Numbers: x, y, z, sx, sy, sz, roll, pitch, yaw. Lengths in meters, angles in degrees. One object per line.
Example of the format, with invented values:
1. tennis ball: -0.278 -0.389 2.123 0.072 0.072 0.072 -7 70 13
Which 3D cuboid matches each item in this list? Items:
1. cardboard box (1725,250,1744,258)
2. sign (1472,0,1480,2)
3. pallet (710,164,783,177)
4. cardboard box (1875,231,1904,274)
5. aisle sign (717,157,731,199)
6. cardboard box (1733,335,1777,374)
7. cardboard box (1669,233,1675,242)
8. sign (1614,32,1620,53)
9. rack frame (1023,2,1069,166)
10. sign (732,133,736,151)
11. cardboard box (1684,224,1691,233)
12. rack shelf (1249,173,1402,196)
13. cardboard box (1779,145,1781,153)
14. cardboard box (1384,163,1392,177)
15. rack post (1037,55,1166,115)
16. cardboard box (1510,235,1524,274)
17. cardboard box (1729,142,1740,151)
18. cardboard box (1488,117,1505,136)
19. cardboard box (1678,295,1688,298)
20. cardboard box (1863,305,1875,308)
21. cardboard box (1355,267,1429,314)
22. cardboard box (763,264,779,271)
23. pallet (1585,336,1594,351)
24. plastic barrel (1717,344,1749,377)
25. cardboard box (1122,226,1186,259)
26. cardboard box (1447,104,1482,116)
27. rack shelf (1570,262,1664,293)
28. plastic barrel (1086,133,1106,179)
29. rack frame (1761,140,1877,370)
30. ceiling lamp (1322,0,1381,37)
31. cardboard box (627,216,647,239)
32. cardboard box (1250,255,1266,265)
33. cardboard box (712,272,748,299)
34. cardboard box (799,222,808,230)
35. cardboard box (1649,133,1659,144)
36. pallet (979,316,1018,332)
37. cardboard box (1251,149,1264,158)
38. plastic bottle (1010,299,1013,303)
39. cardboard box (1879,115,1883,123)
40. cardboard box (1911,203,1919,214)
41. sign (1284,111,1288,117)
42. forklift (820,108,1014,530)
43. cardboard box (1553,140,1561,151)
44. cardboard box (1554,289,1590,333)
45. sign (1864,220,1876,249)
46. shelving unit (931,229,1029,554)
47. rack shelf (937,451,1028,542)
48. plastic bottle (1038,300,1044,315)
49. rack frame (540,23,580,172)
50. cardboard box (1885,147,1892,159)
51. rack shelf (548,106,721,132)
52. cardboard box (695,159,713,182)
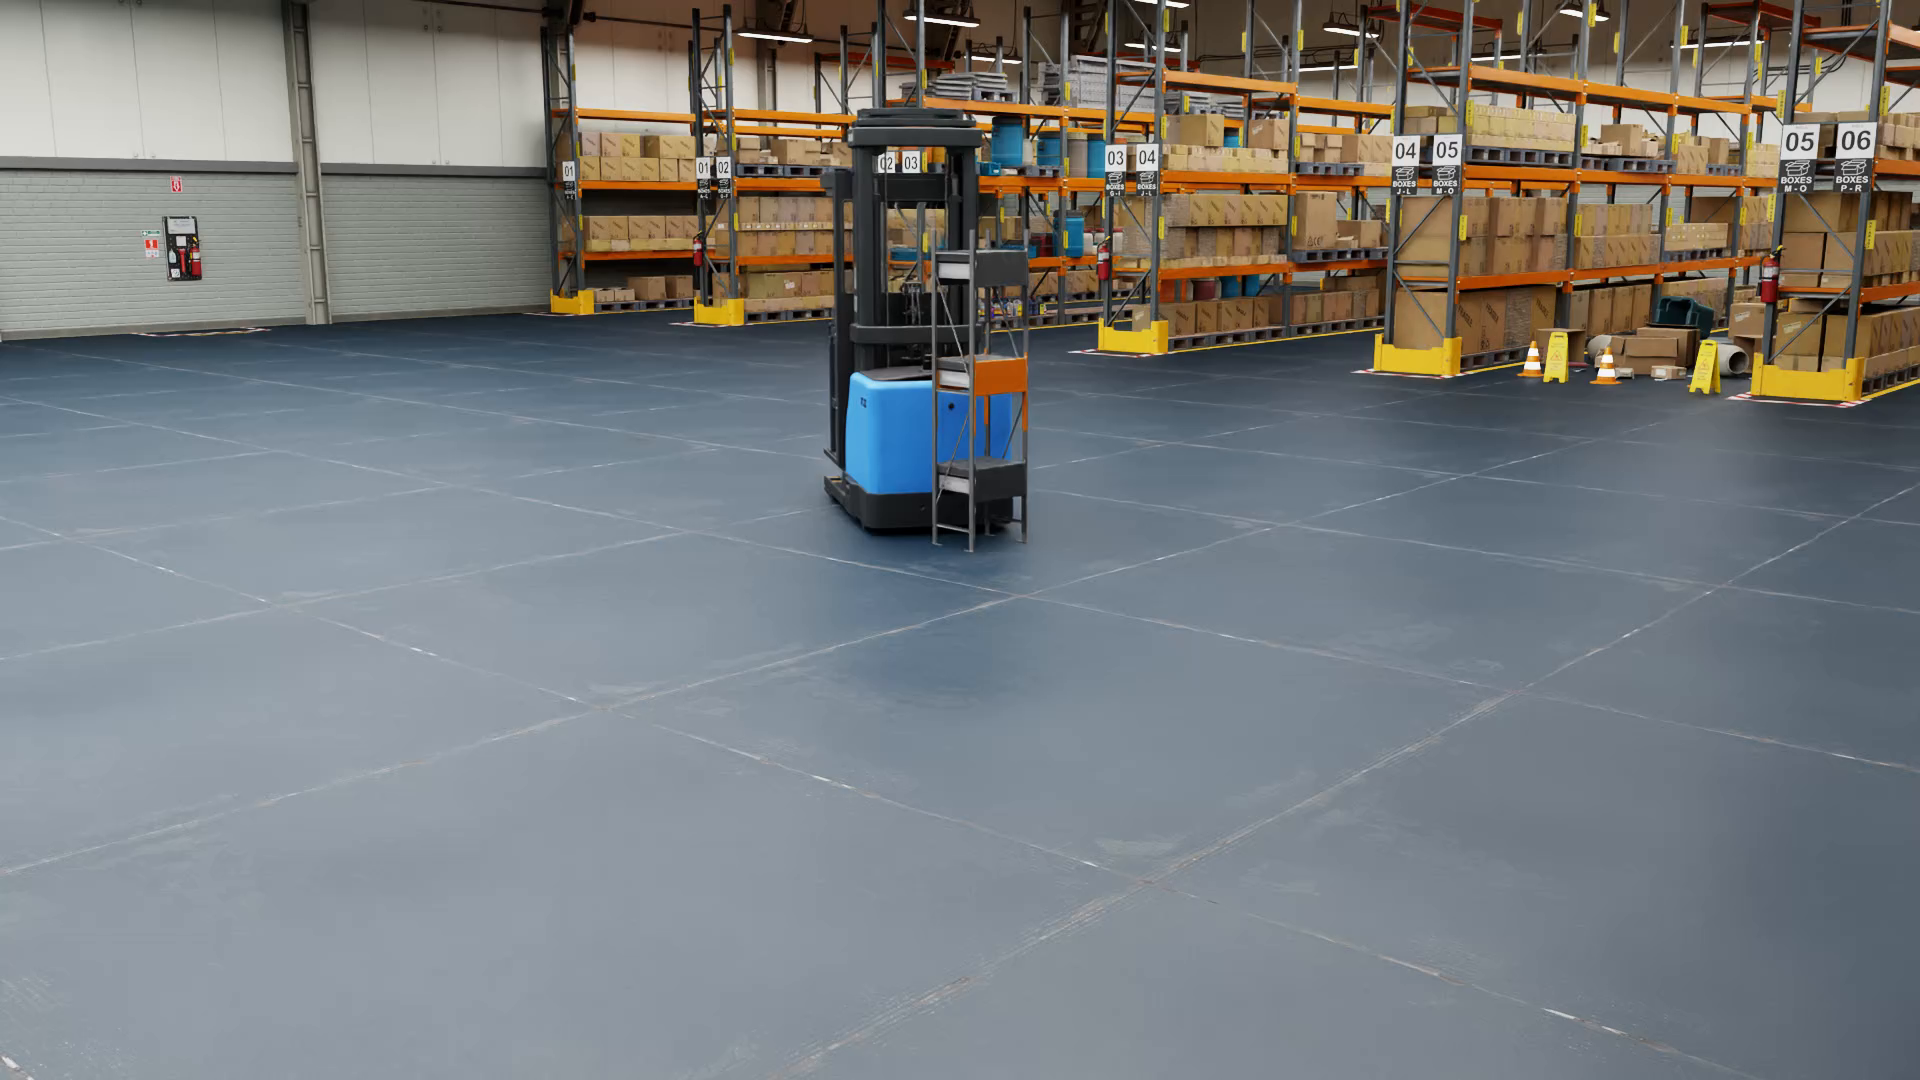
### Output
1. cardboard box: 14.714 -5.455 31.711 0.380 0.149 0.250 11 15 42
2. sign: 6.773 -7.218 21.791 0.100 0.325 0.005 10 15 40
3. pallet: -4.252 -7.279 32.769 1.003 0.211 1.213 10 15 40
4. cardboard box: 11.341 -3.568 20.610 0.500 0.500 0.500 9 15 39
5. aisle sign: -4.551 -6.976 32.049 0.394 0.787 0.004 10 15 40
6. cardboard box: 11.056 -2.570 23.003 0.500 0.500 0.500 -2 11 -9
7. cardboard box: 12.288 -5.304 29.124 0.380 0.149 0.250 11 16 43
8. sign: 11.227 -8.497 28.400 0.100 0.325 0.005 10 15 40
9. rack frame: 1.621 -8.640 31.700 1.000 3.000 0.127 10 15 40
10. sign: -4.325 -7.616 31.799 0.100 0.325 0.005 10 15 40
11. cardboard box: 12.784 -5.562 29.656 0.380 0.149 0.250 11 16 43
12. rack shelf: 6.661 -6.470 30.331 1.077 0.370 4.000 10 15 40
13. cardboard box: 16.054 -7.734 32.911 0.380 0.149 0.250 10 15 42
14. cardboard box: 7.852 -6.942 31.240 0.500 0.250 0.500 10 15 40
15. rack post: 2.856 -9.039 33.187 1.013 1.000 3.121 10 15 40
16. cardboard box: 7.700 -4.180 24.305 0.875 0.550 0.500 10 15 40
17. cardboard box: 14.655 -7.428 31.380 0.380 0.149 0.250 9 15 39
18. cardboard box: 7.205 -5.724 23.055 0.500 0.250 0.500 10 15 40
19. cardboard box: 12.629 -4.116 29.675 0.500 0.500 0.500 10 15 41
20. cardboard box: 11.848 -2.869 22.159 0.500 0.500 0.500 11 15 43
21. cardboard box: 8.453 -4.909 32.690 1.225 0.875 0.875 9 14 38
22. cardboard box: -4.719 -6.589 40.094 0.500 0.250 0.500 9 15 39
23. pallet: 9.453 -3.157 26.687 1.003 0.211 1.213 10 15 40
24. plastic barrel: 10.371 -2.424 22.474 0.421 0.421 0.512 -2 11 -9
25. cardboard box: 3.084 -4.741 26.483 0.875 0.500 0.500 10 15 40
26. cardboard box: 6.819 -5.815 22.491 0.380 0.149 0.250 10 15 41
27. rack shelf: 10.321 -4.343 27.340 1.077 0.370 4.000 10 15 40
28. plastic barrel: 2.657 -7.710 33.423 0.600 0.901 0.708 10 15 40
29. rack frame: 10.145 -3.188 19.720 1.000 3.000 0.127 10 15 40
30. ceiling lamp: 8.453 -12.195 34.595 0.800 3.185 2.000 10 15 40
31. cardboard box: -7.241 -6.872 36.585 0.500 0.500 0.500 9 14 39
32. cardboard box: 4.956 -4.749 28.178 0.380 0.149 0.250 10 15 40
33. cardboard box: -4.608 -5.093 33.293 0.500 0.500 0.500 10 15 40
34. cardboard box: -3.302 -6.373 33.758 0.380 0.149 0.250 10 15 41
35. cardboard box: 12.040 -7.056 29.218 0.396 0.266 0.258 10 15 40
36. pallet: 0.341 -4.057 31.190 1.003 0.211 1.213 10 15 40
37. cardboard box: 4.835 -6.446 27.738 0.380 0.149 0.250 9 15 39
38. plastic bottle: 0.969 -4.527 32.235 0.061 0.283 0.133 10 15 40
39. cardboard box: 10.687 -4.992 19.698 0.380 0.149 0.250 10 15 40
40. cardboard box: 13.366 -4.695 23.525 0.380 0.149 0.250 9 15 39
41. sign: 7.314 -9.643 37.256 0.100 0.325 0.005 10 15 40
42. forklift: -0.453 -1.753 12.710 1.130 2.935 3.031 -3 12 -13
43. cardboard box: 8.664 -5.834 24.624 0.380 0.149 0.250 10 15 41
44. cardboard box: 9.342 -3.607 26.491 1.050 0.750 0.750 10 15 40
45. sign: 10.553 -3.542 19.284 0.100 0.325 0.005 10 15 40
46. shelving unit: 0.134 -1.000 11.065 0.503 2.100 0.431 -10 15 -41
47. rack shelf: 0.134 -0.300 11.204 0.480 0.518 0.431 -10 15 -41
48. plastic bottle: 1.551 -4.468 31.943 0.061 0.283 0.133 11 16 43
49. rack frame: -8.462 -9.332 35.167 1.000 3.000 0.127 10 15 40
50. cardboard box: 10.914 -4.627 19.909 0.380 0.149 0.250 10 15 42
51. rack shelf: -7.141 -9.272 36.711 1.077 0.370 4.000 10 15 40
52. cardboard box: -5.970 -8.402 37.861 0.500 0.500 0.500 10 15 42
